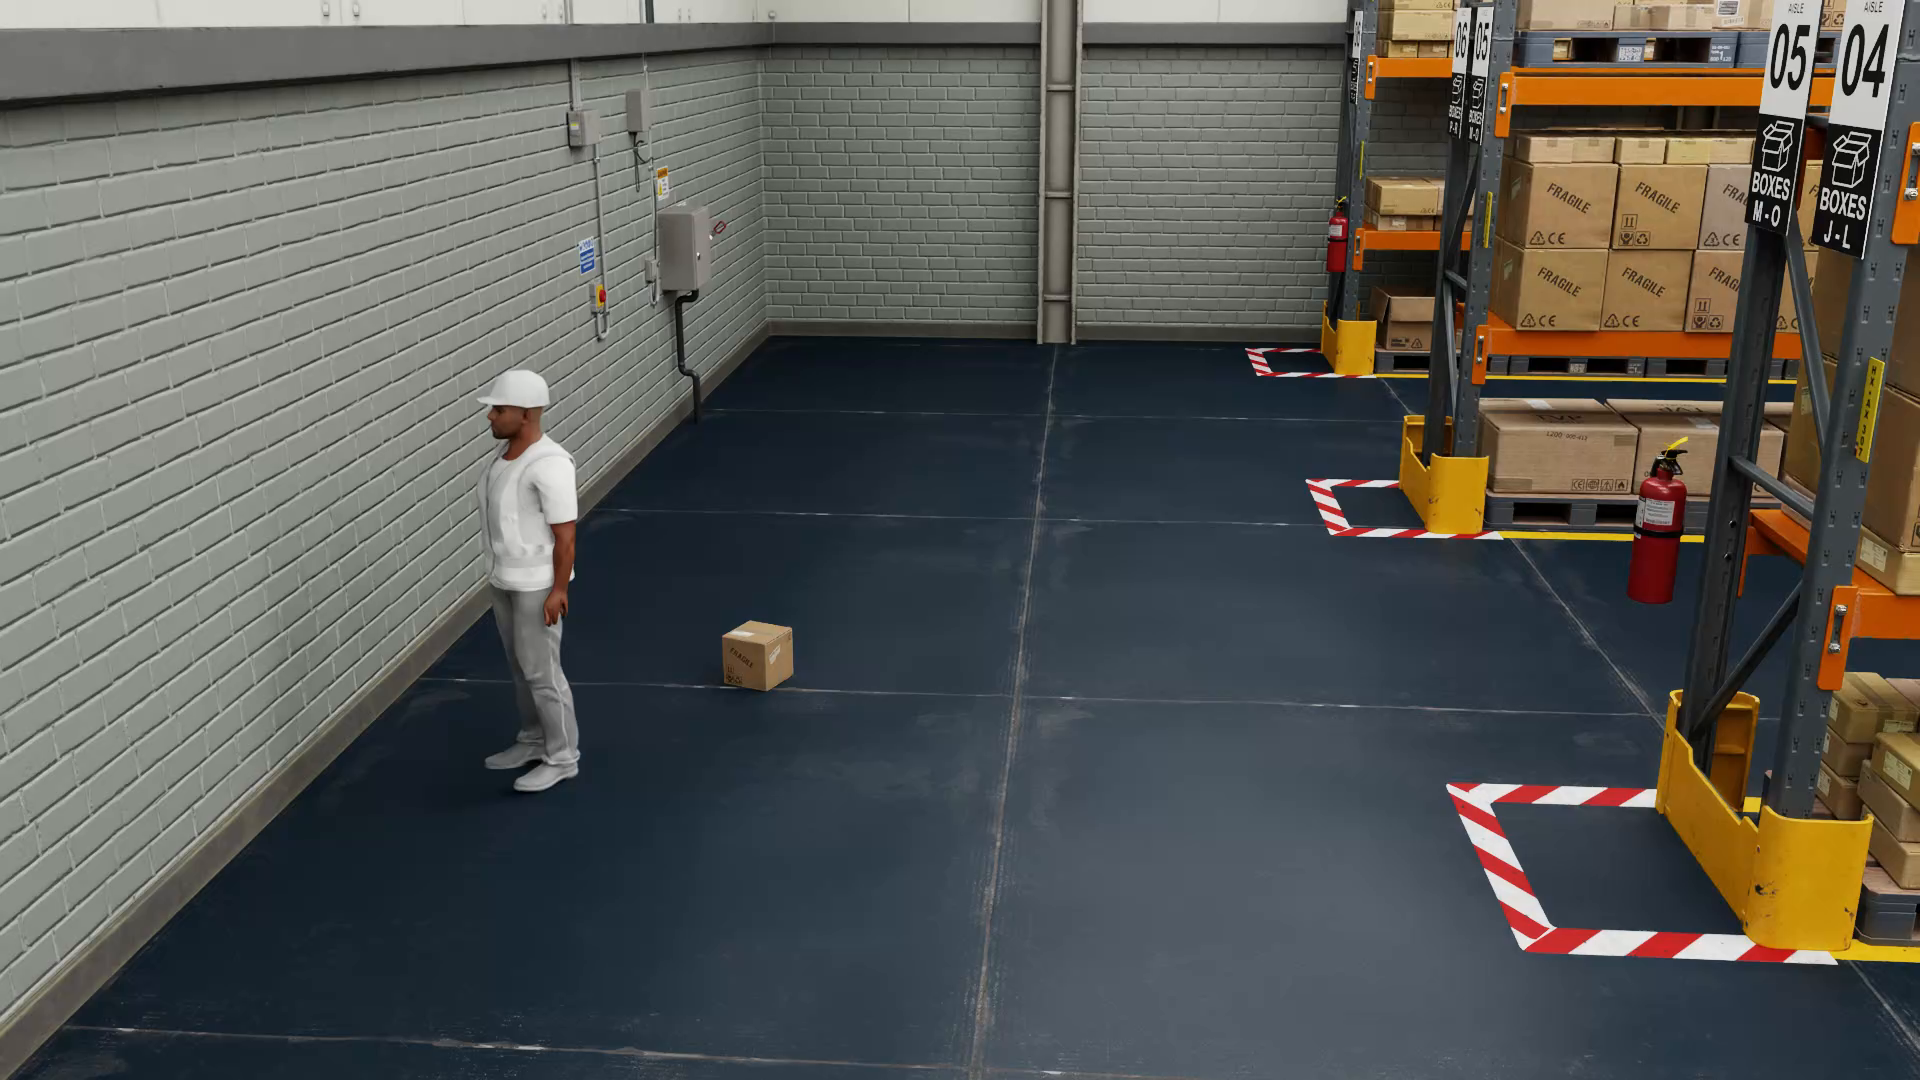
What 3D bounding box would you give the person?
[{"bbox_3d":[-1.820,0.170,6.977,0.377,1.779,0.568,-14,22,-37],"label":"person"}]
